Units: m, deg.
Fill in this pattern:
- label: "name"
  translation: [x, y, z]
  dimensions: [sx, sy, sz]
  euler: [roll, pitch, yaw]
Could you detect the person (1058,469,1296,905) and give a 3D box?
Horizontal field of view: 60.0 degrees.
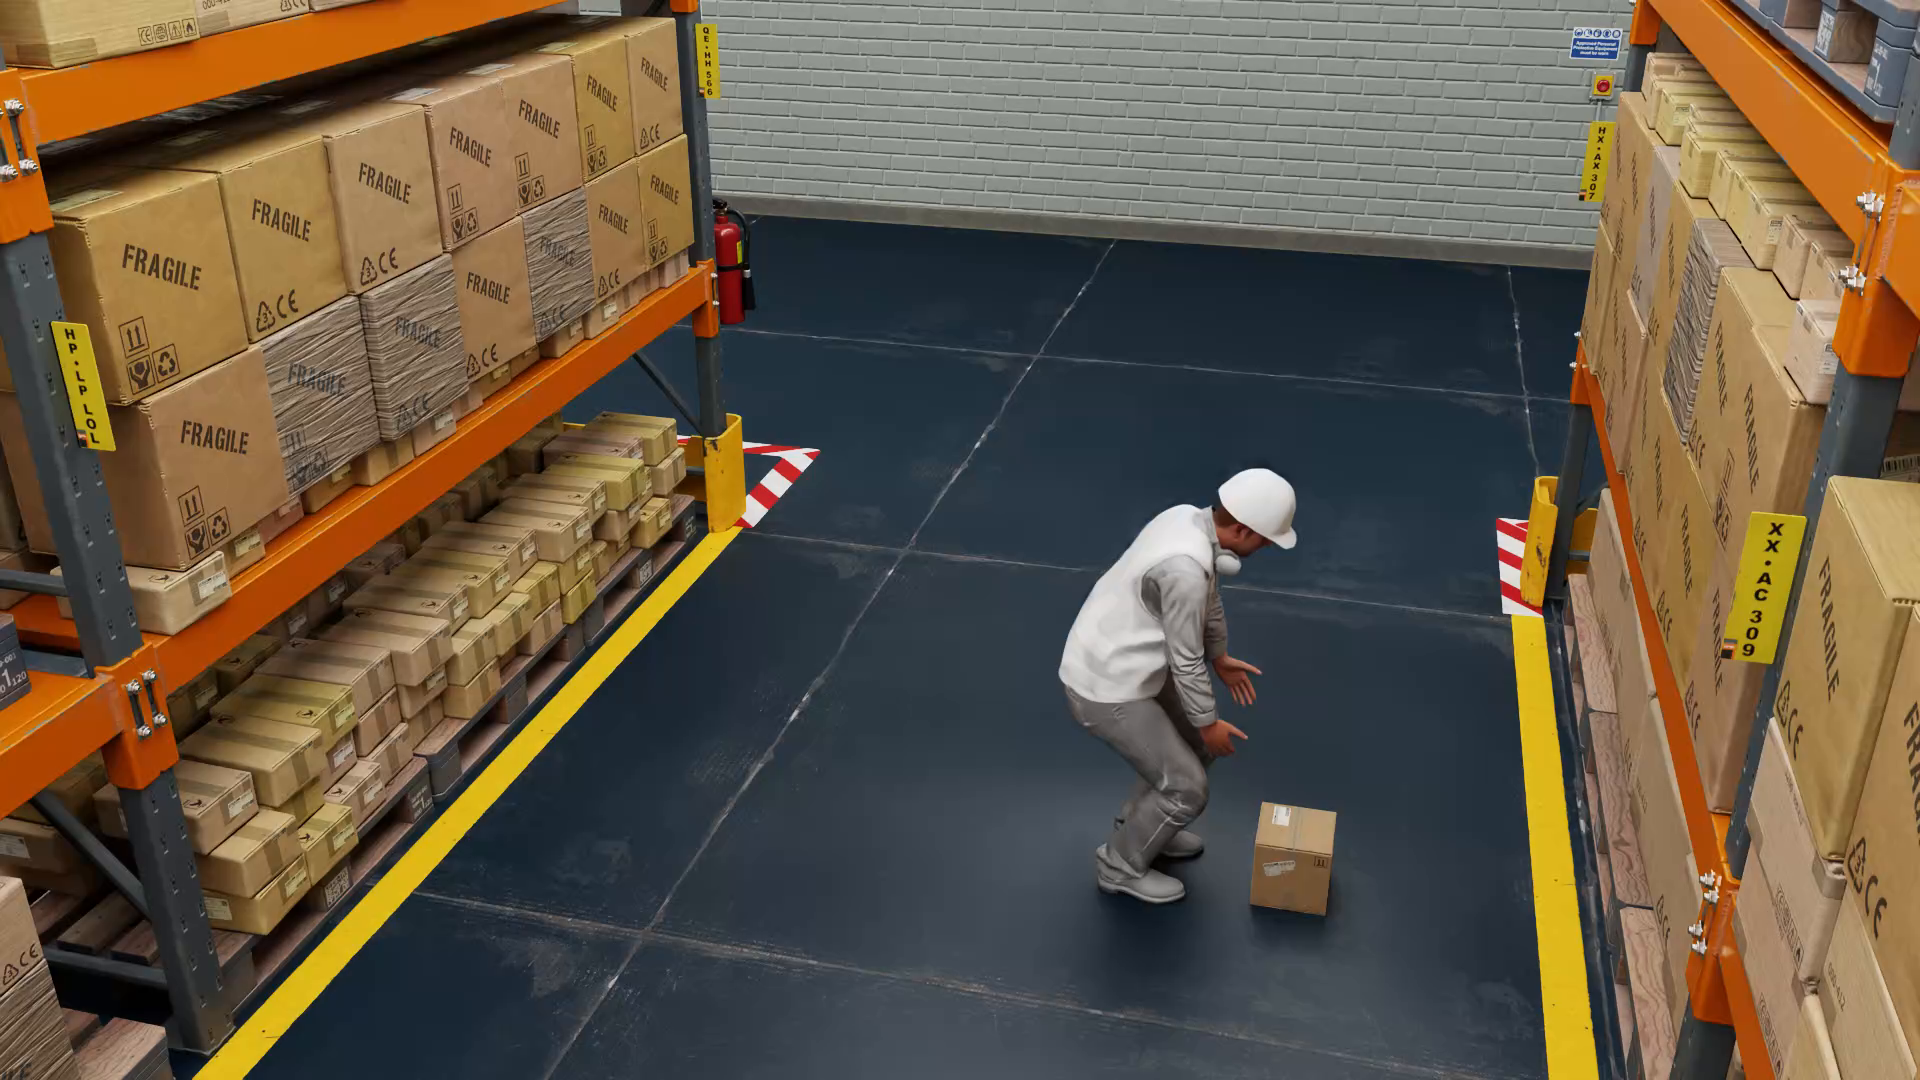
- label: "person"
  translation: [0.696, 0.443, 5.456]
  dimensions: [0.714, 1.506, 0.590]
  euler: [6, 26, 13]
